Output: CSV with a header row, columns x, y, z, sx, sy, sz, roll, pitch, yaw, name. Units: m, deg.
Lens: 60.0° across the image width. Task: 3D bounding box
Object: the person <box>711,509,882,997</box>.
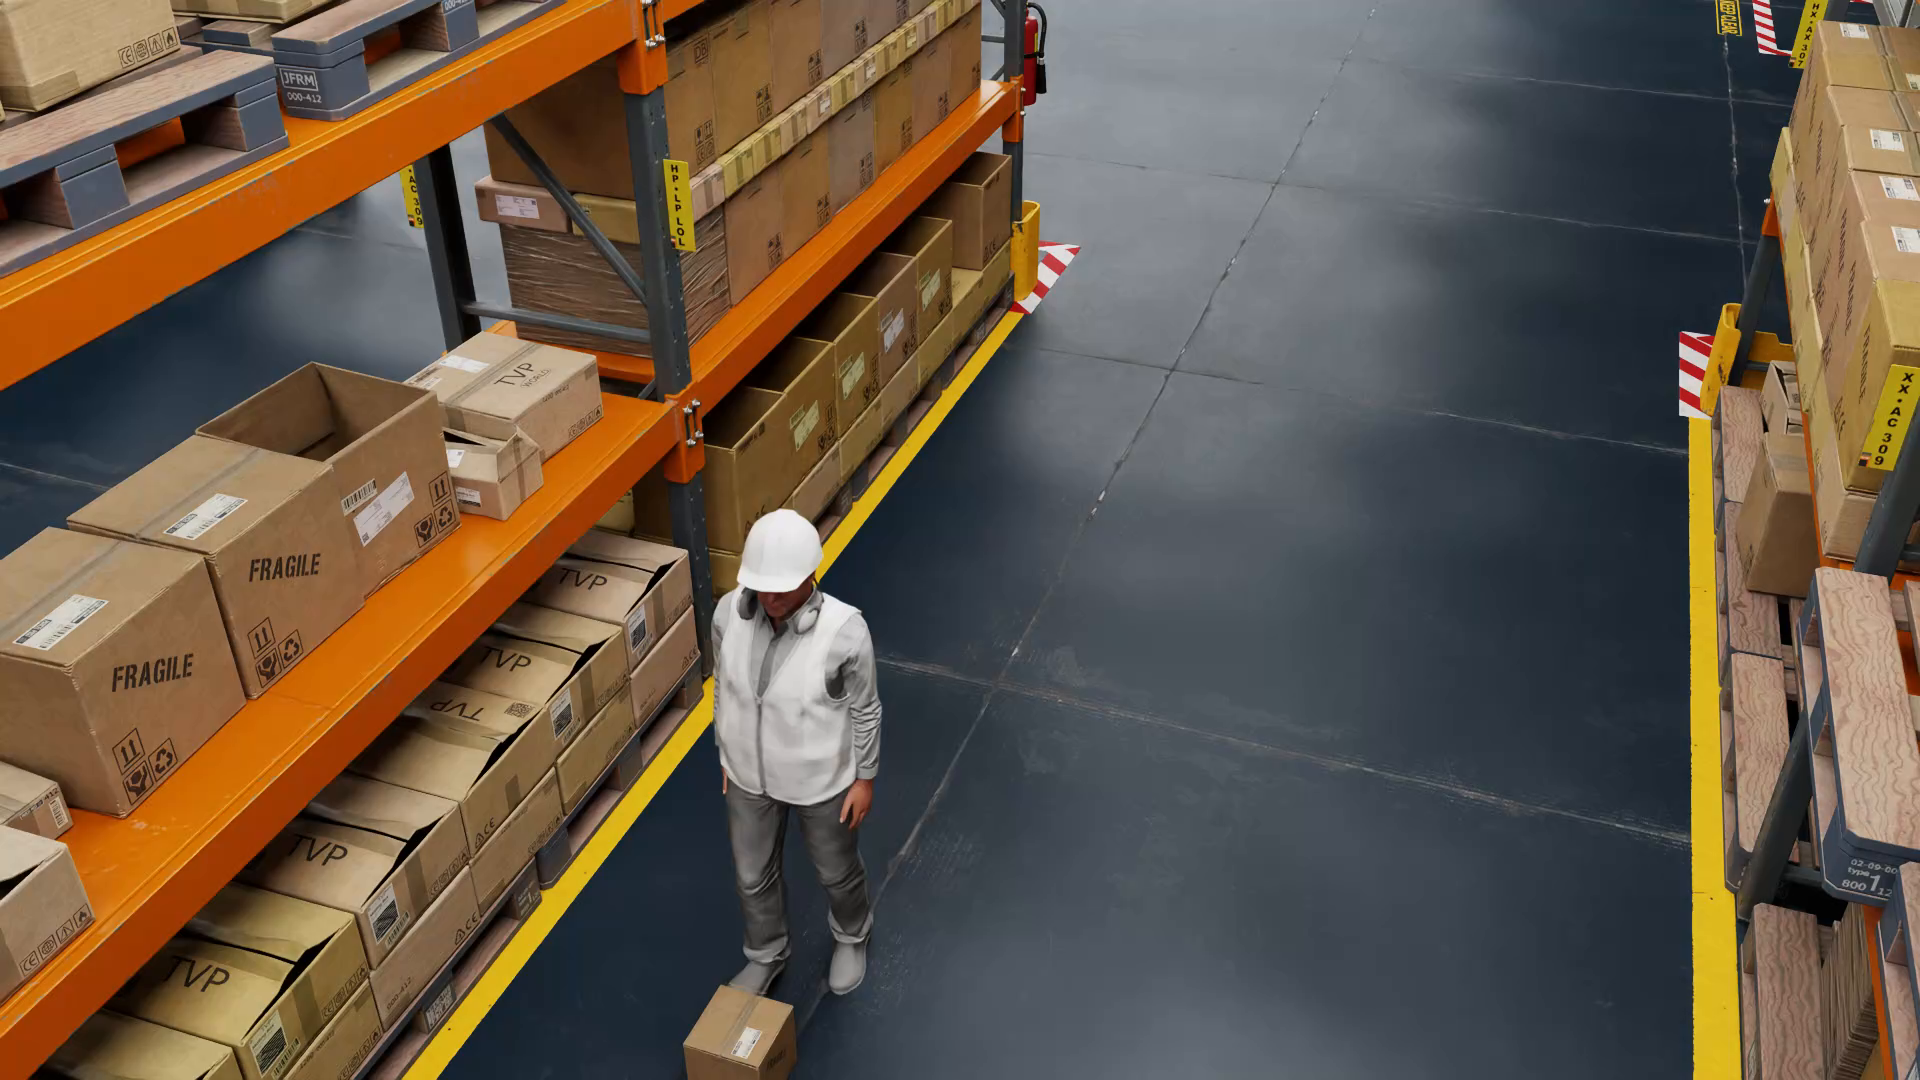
x,y,z,sx,sy,sz,roll,pitch,yaw,name
-0.511,0.705,5.044,0.539,1.787,0.519,12,35,17,person
